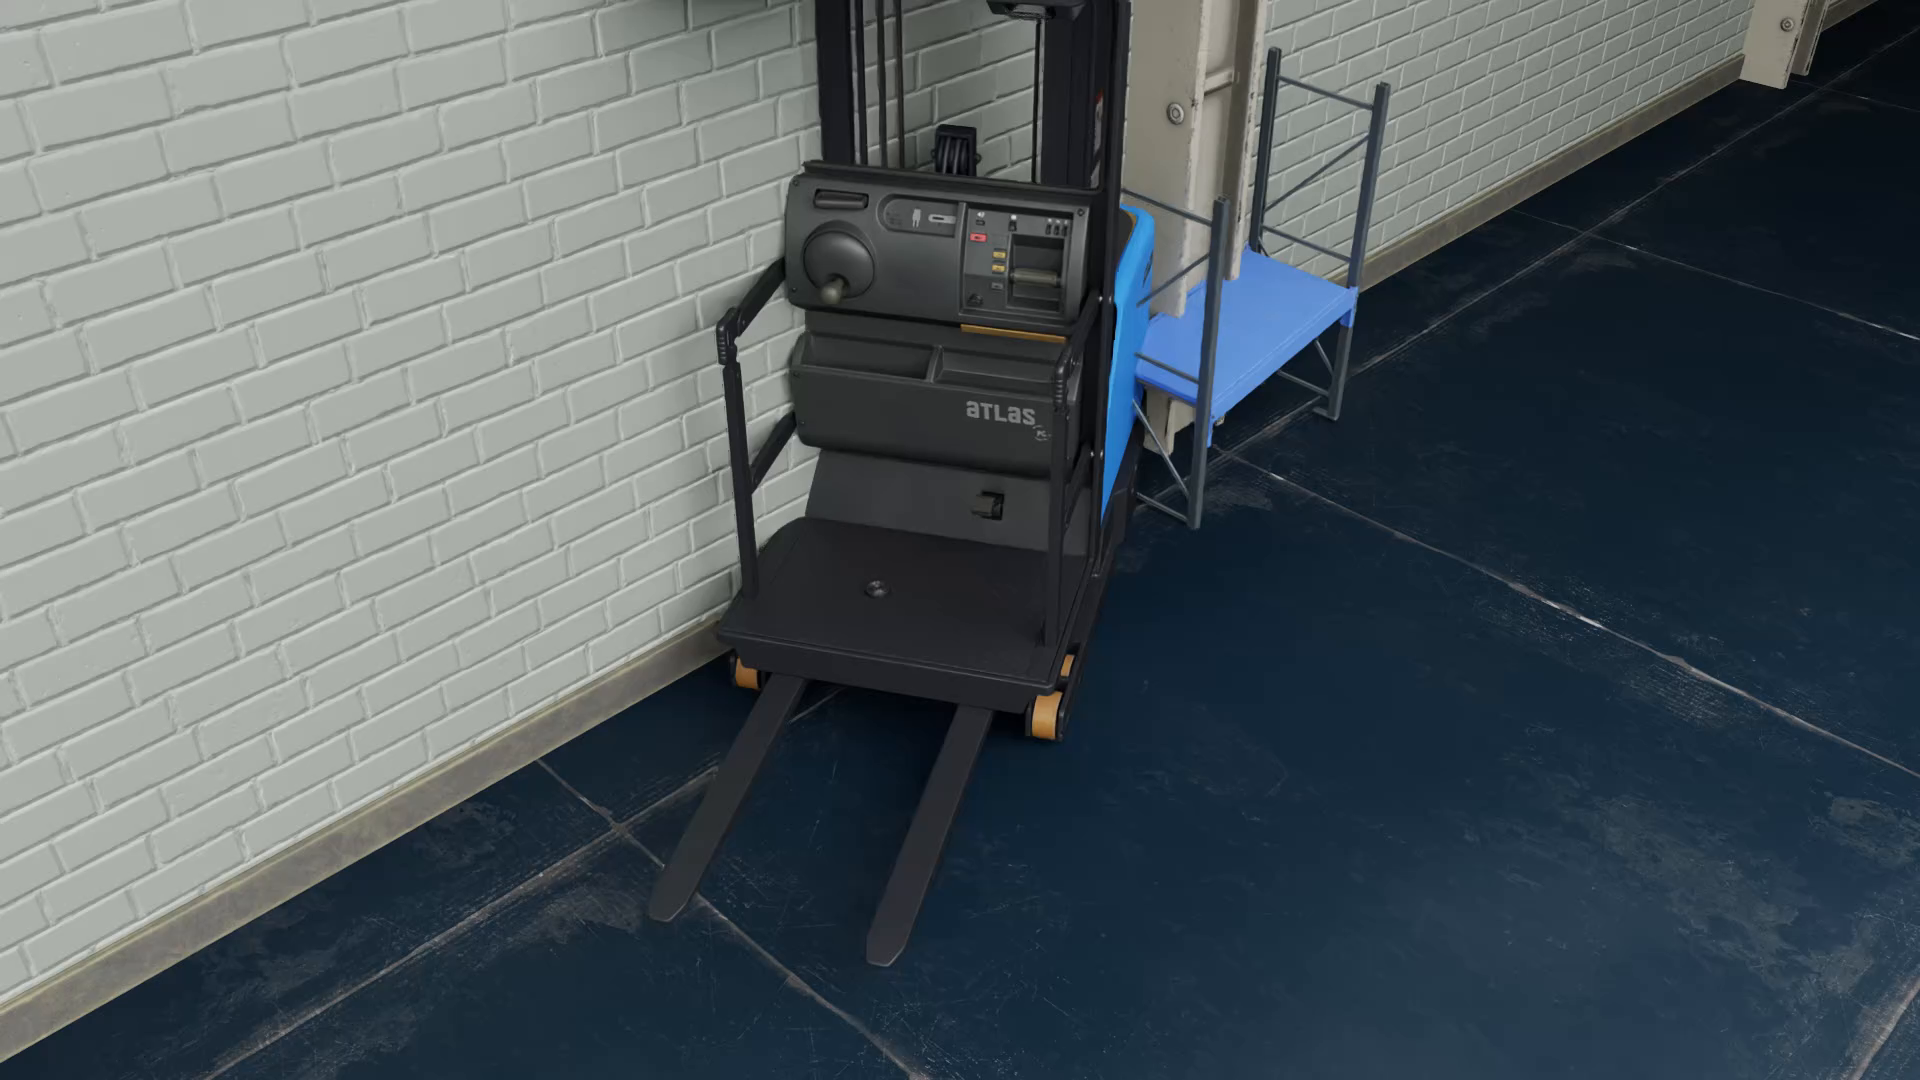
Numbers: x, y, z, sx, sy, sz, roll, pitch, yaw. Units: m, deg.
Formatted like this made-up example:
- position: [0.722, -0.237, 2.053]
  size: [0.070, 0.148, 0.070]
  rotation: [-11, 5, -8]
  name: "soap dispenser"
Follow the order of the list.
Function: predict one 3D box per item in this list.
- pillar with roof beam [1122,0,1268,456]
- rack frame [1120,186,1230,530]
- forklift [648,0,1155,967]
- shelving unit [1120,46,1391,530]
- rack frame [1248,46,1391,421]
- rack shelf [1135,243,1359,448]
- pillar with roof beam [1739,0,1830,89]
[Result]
- position: [3.915, -2.435, 1.874]
  size: [9.100, 9.000, 0.400]
  rotation: [30, 45, 35]
  name: "pillar with roof beam"
- position: [0.696, -0.641, 5.998]
  size: [0.500, 1.500, 0.032]
  rotation: [29, 51, 30]
  name: "rack frame"
- position: [-0.129, -0.806, 4.844]
  size: [1.130, 2.935, 3.031]
  rotation: [8, 36, 12]
  name: "forklift"
- position: [1.030, -0.904, 6.277]
  size: [0.538, 1.500, 1.048]
  rotation: [29, 51, 30]
  name: "shelving unit"
- position: [1.363, -1.167, 6.557]
  size: [0.500, 1.500, 0.032]
  rotation: [29, 51, 30]
  name: "rack frame"
- position: [1.035, -0.770, 6.397]
  size: [0.538, 0.185, 1.000]
  rotation: [29, 51, 30]
  name: "rack shelf"
- position: [8.143, -4.870, 5.367]
  size: [9.100, 9.000, 0.400]
  rotation: [30, 45, 35]
  name: "pillar with roof beam"
